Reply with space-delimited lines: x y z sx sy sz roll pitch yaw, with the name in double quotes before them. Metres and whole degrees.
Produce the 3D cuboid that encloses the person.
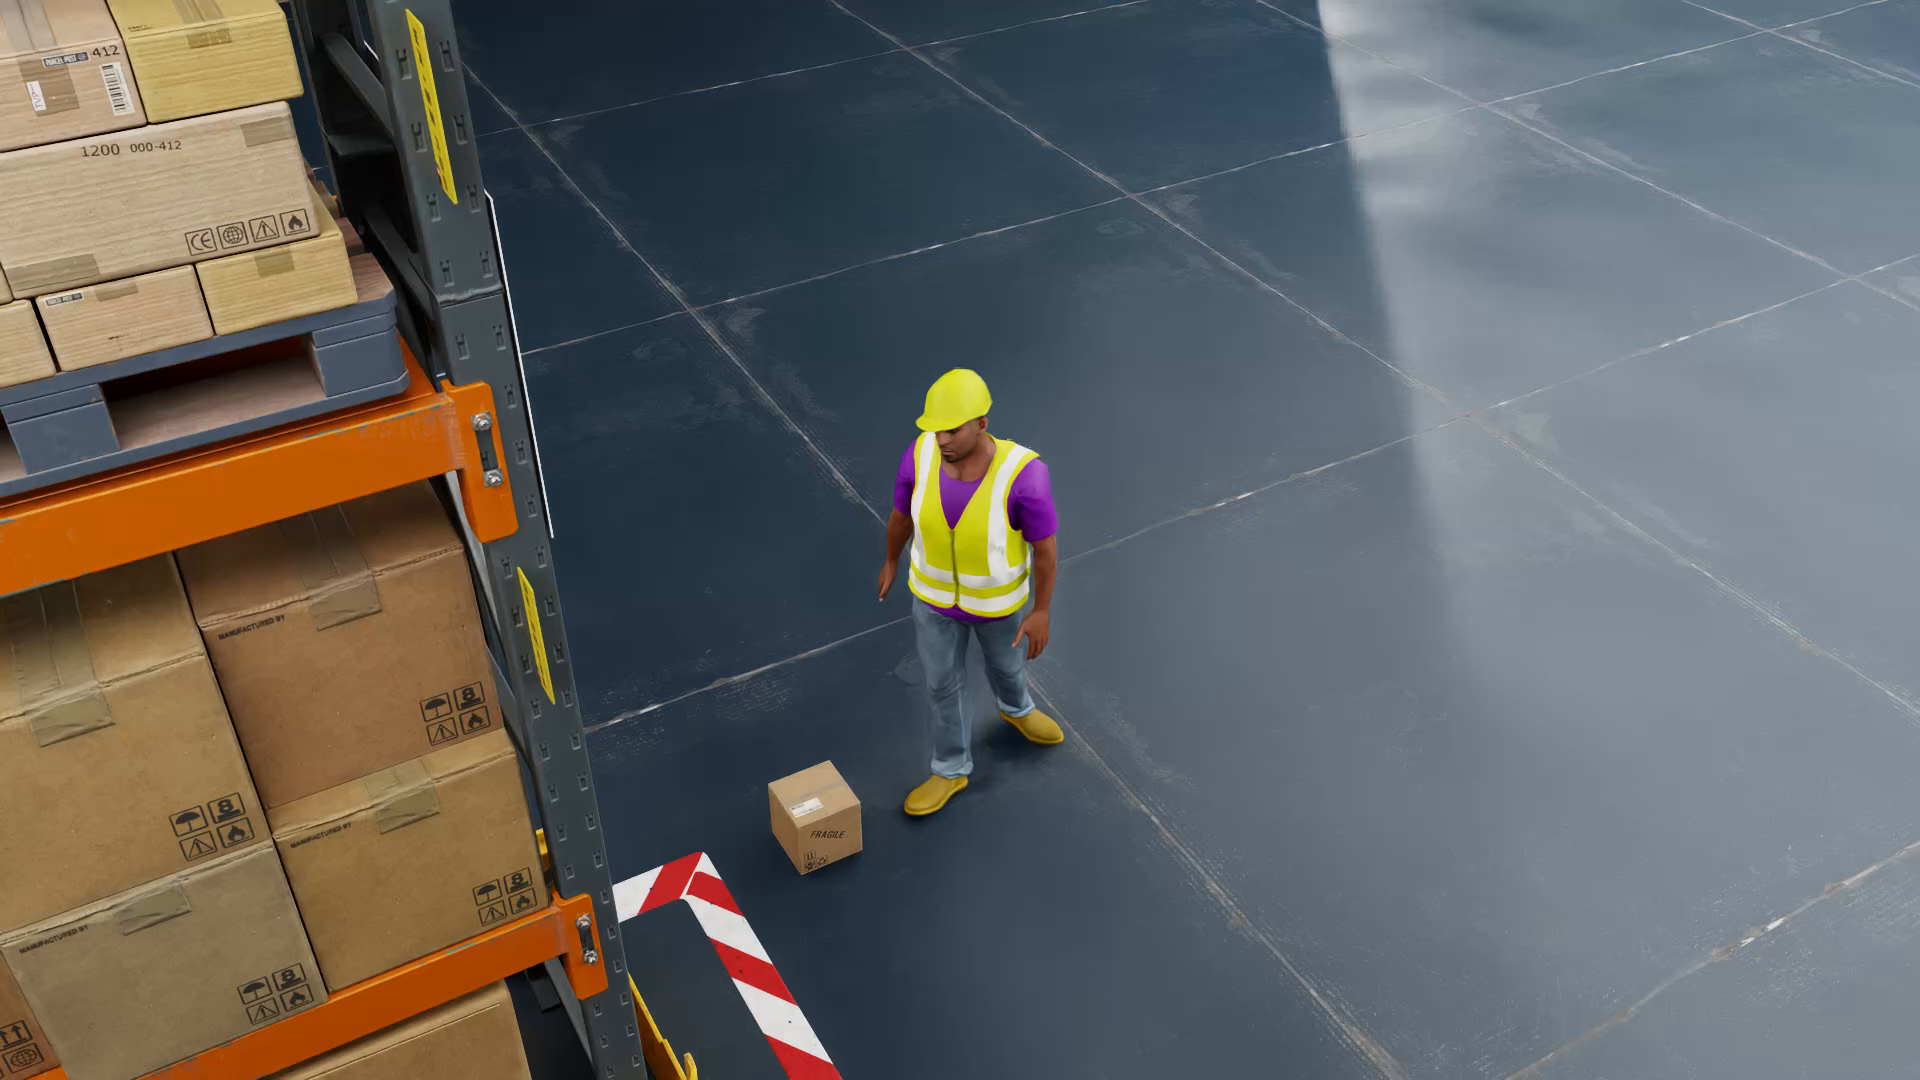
"person" 0.026 0.166 5.911 0.691 1.757 0.680 12 38 15
